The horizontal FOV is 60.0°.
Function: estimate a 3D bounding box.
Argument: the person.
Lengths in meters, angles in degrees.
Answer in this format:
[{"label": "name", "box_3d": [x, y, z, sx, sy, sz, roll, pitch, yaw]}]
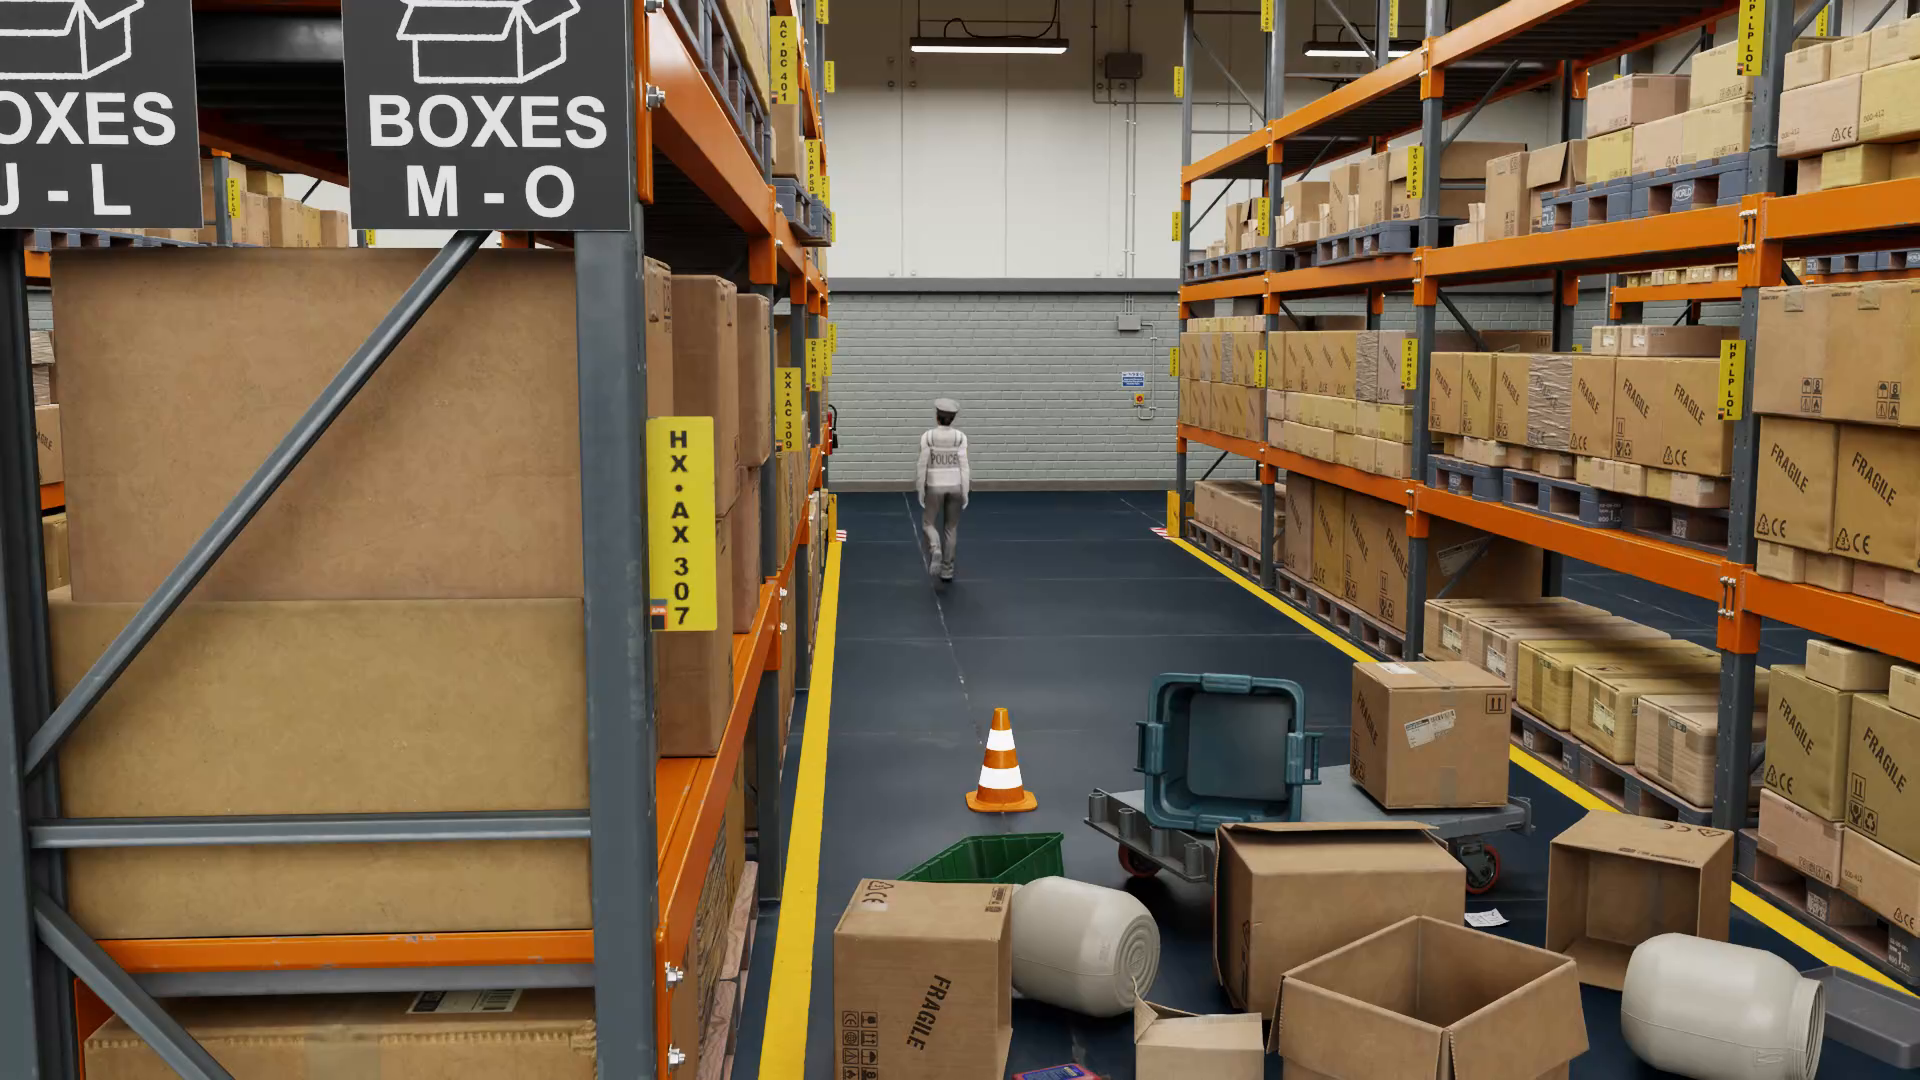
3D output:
[{"label": "person", "box_3d": [1.007, -1.396, 13.416, 6.295, 2.361, 21.617, -1, 7, -7]}]
